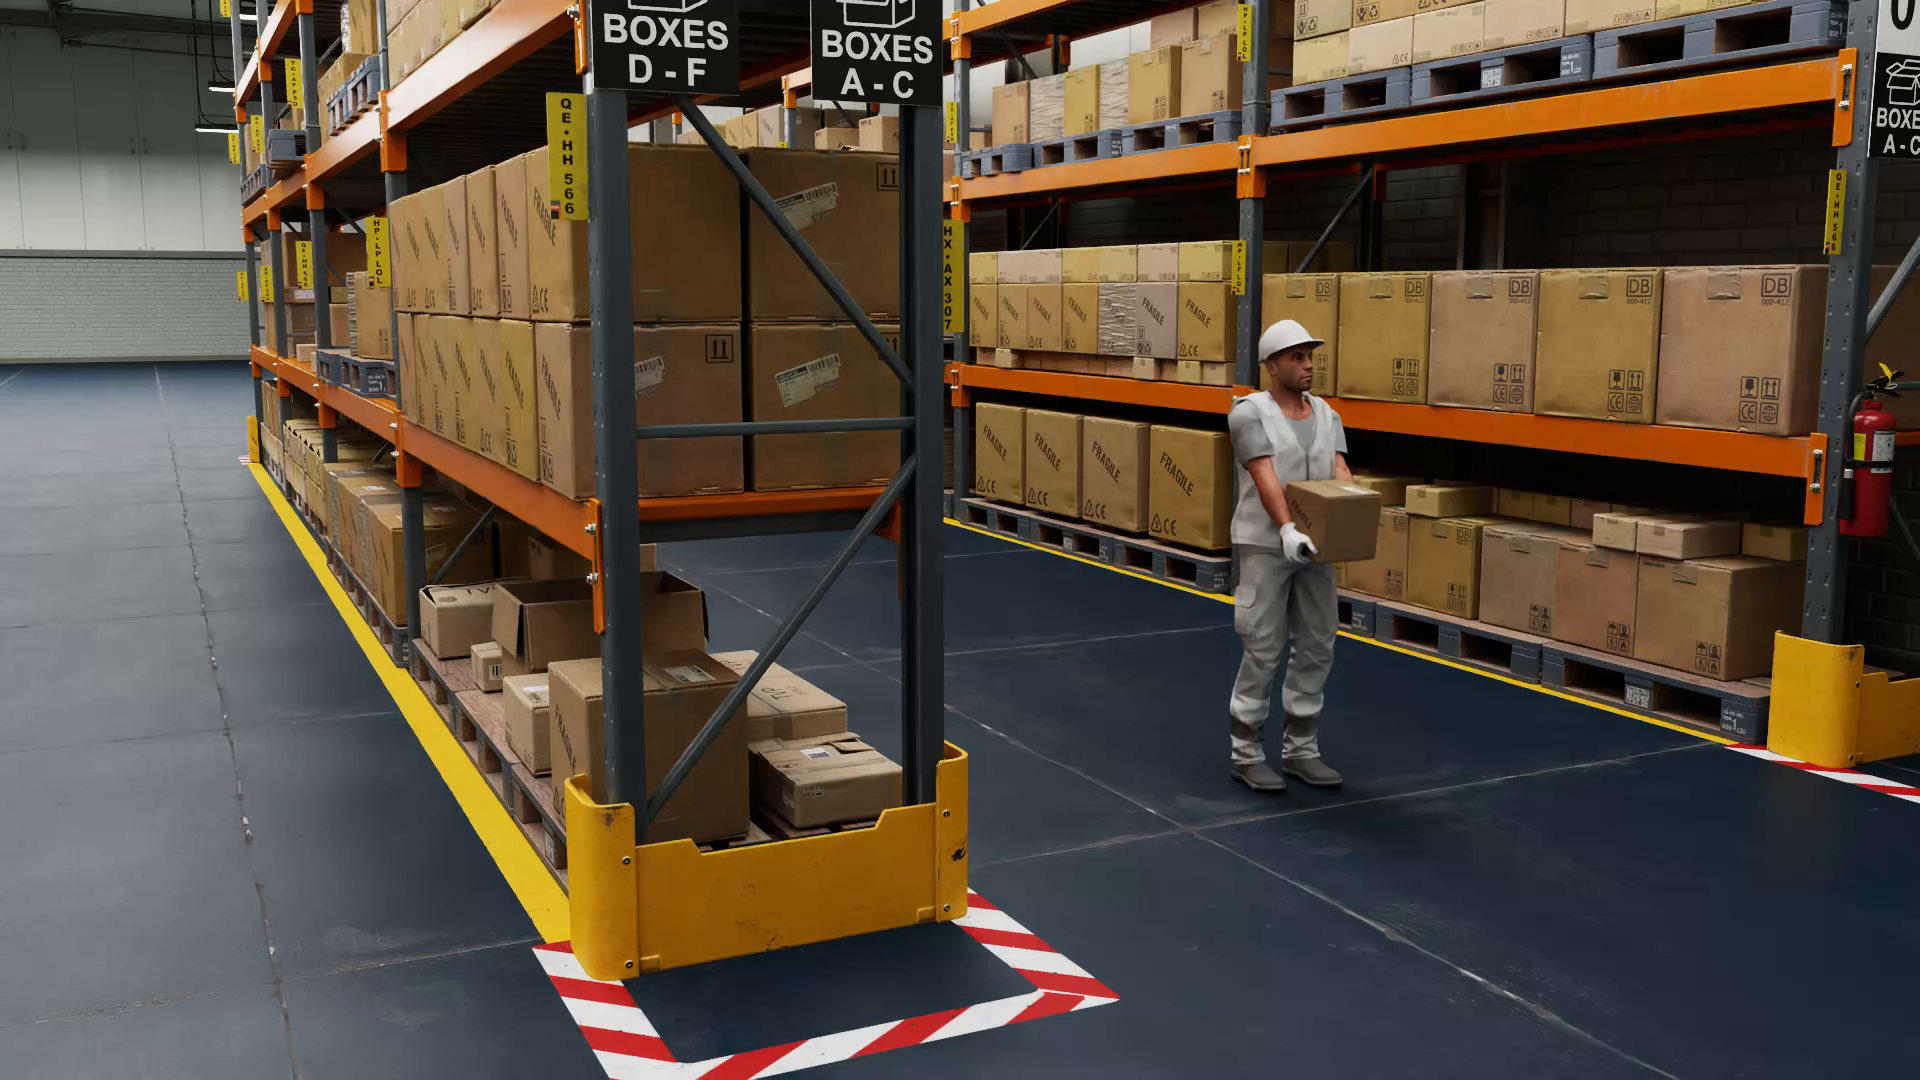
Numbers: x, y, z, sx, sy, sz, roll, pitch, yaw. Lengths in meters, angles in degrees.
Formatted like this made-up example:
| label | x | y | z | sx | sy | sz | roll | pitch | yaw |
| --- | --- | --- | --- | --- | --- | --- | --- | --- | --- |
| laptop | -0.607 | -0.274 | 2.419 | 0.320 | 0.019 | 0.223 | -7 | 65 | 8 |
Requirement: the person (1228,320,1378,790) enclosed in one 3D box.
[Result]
| label | x | y | z | sx | sy | sz | roll | pitch | yaw |
| --- | --- | --- | --- | --- | --- | --- | --- | --- | --- |
| person | 1.305 | 0.065 | 6.327 | 0.494 | 1.784 | 0.554 | -4 | 9 | -25 |
